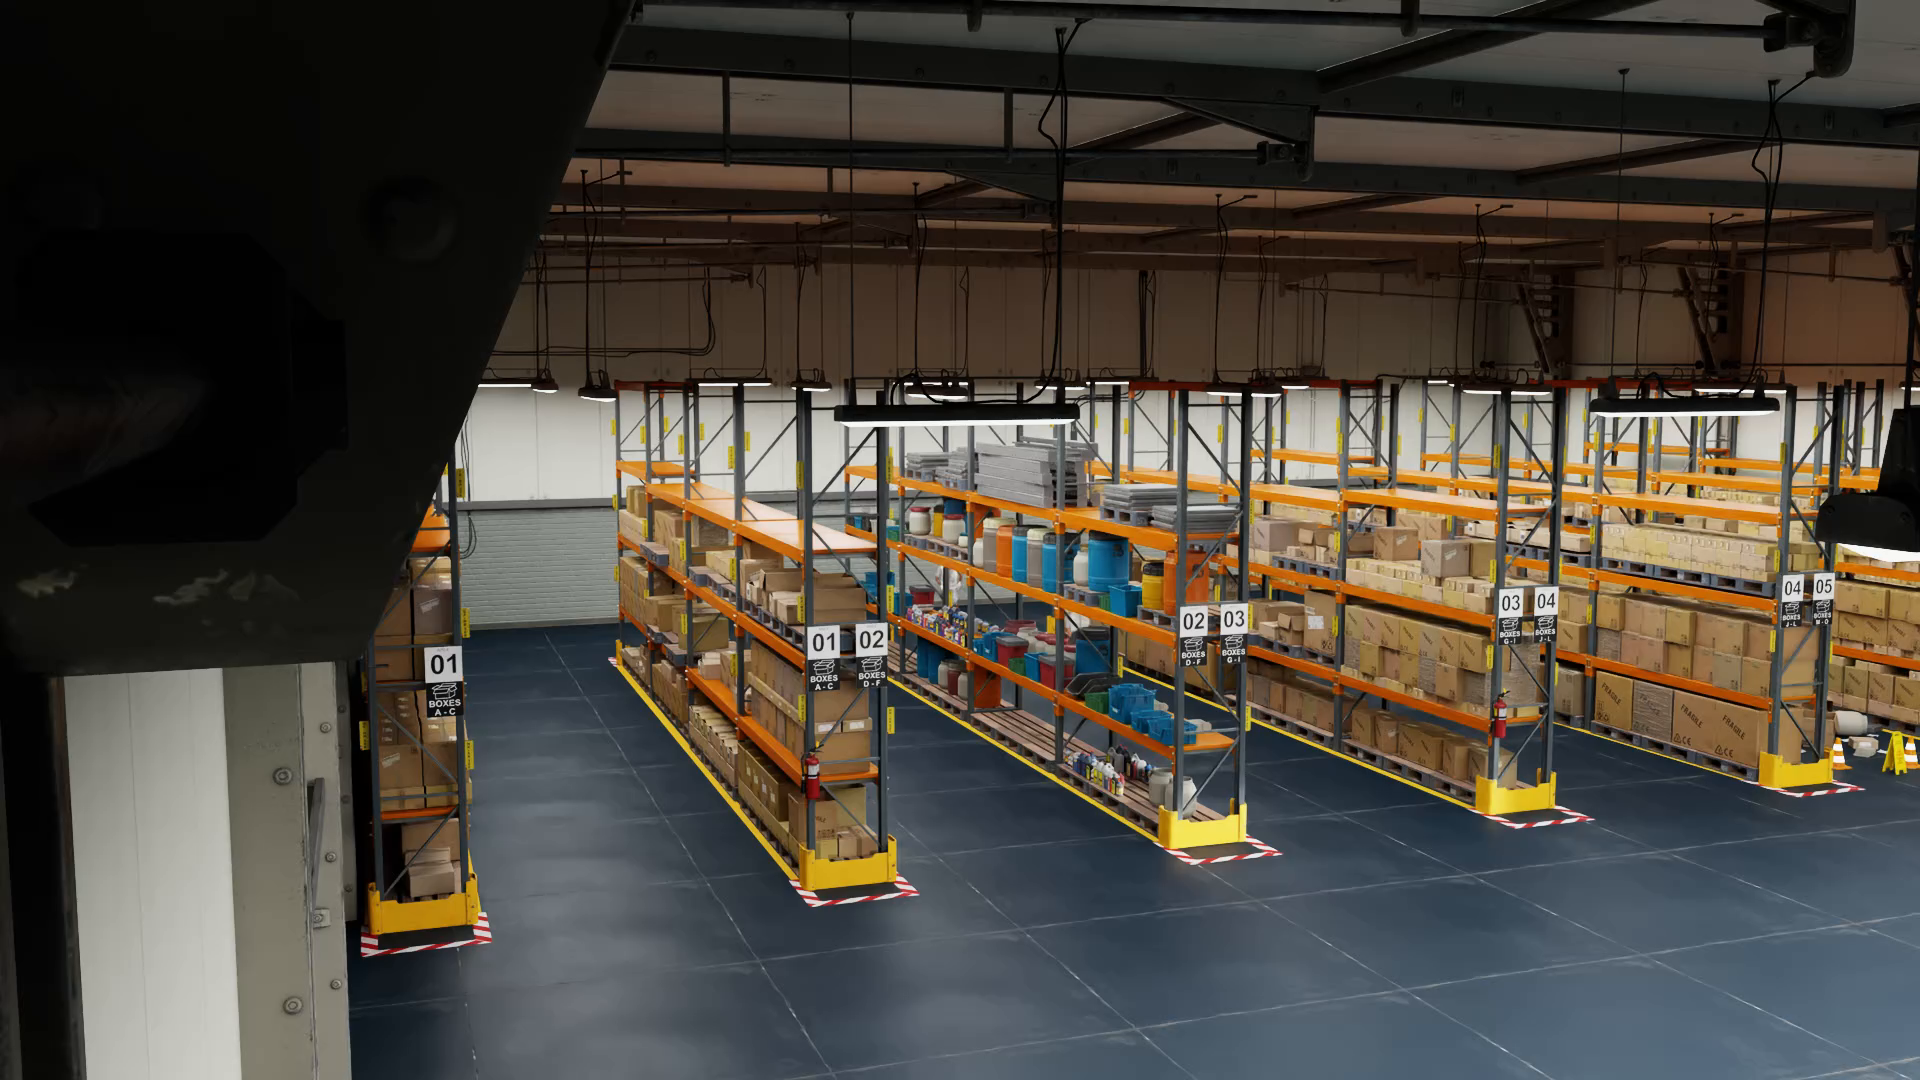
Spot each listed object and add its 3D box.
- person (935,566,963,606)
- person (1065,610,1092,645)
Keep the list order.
[{"bbox_3d":[-0.269,1.179,40.885,0.717,1.679,0.654,-1,6,-11],"label":"person"},{"bbox_3d":[2.464,1.841,34.235,0.606,1.713,1.076,-1,6,-11],"label":"person"}]
